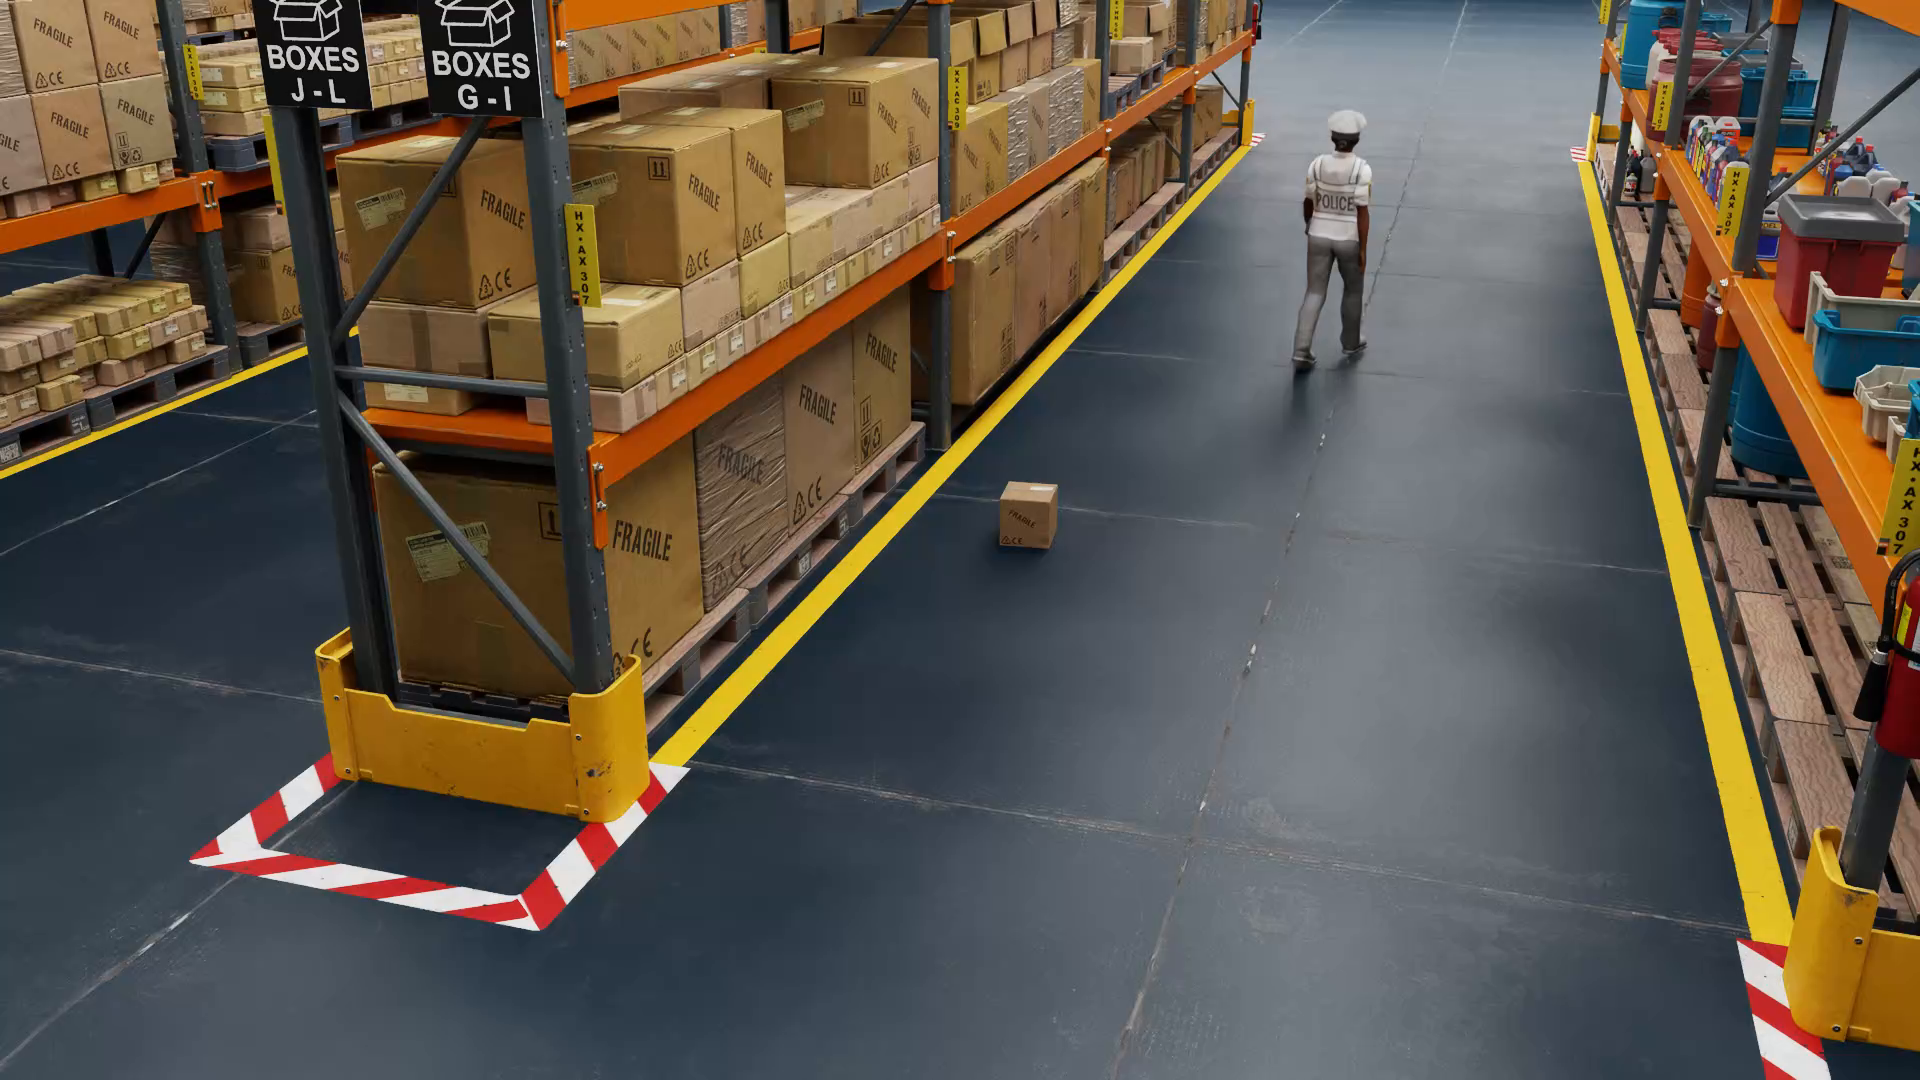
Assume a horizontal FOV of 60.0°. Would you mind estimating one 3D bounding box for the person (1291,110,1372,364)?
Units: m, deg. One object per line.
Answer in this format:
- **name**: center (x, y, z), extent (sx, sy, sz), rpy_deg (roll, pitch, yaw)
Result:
- **person**: center (2.494, -2.003, 10.978), extent (0.467, 1.650, 0.851), rpy_deg (11, 24, 25)
